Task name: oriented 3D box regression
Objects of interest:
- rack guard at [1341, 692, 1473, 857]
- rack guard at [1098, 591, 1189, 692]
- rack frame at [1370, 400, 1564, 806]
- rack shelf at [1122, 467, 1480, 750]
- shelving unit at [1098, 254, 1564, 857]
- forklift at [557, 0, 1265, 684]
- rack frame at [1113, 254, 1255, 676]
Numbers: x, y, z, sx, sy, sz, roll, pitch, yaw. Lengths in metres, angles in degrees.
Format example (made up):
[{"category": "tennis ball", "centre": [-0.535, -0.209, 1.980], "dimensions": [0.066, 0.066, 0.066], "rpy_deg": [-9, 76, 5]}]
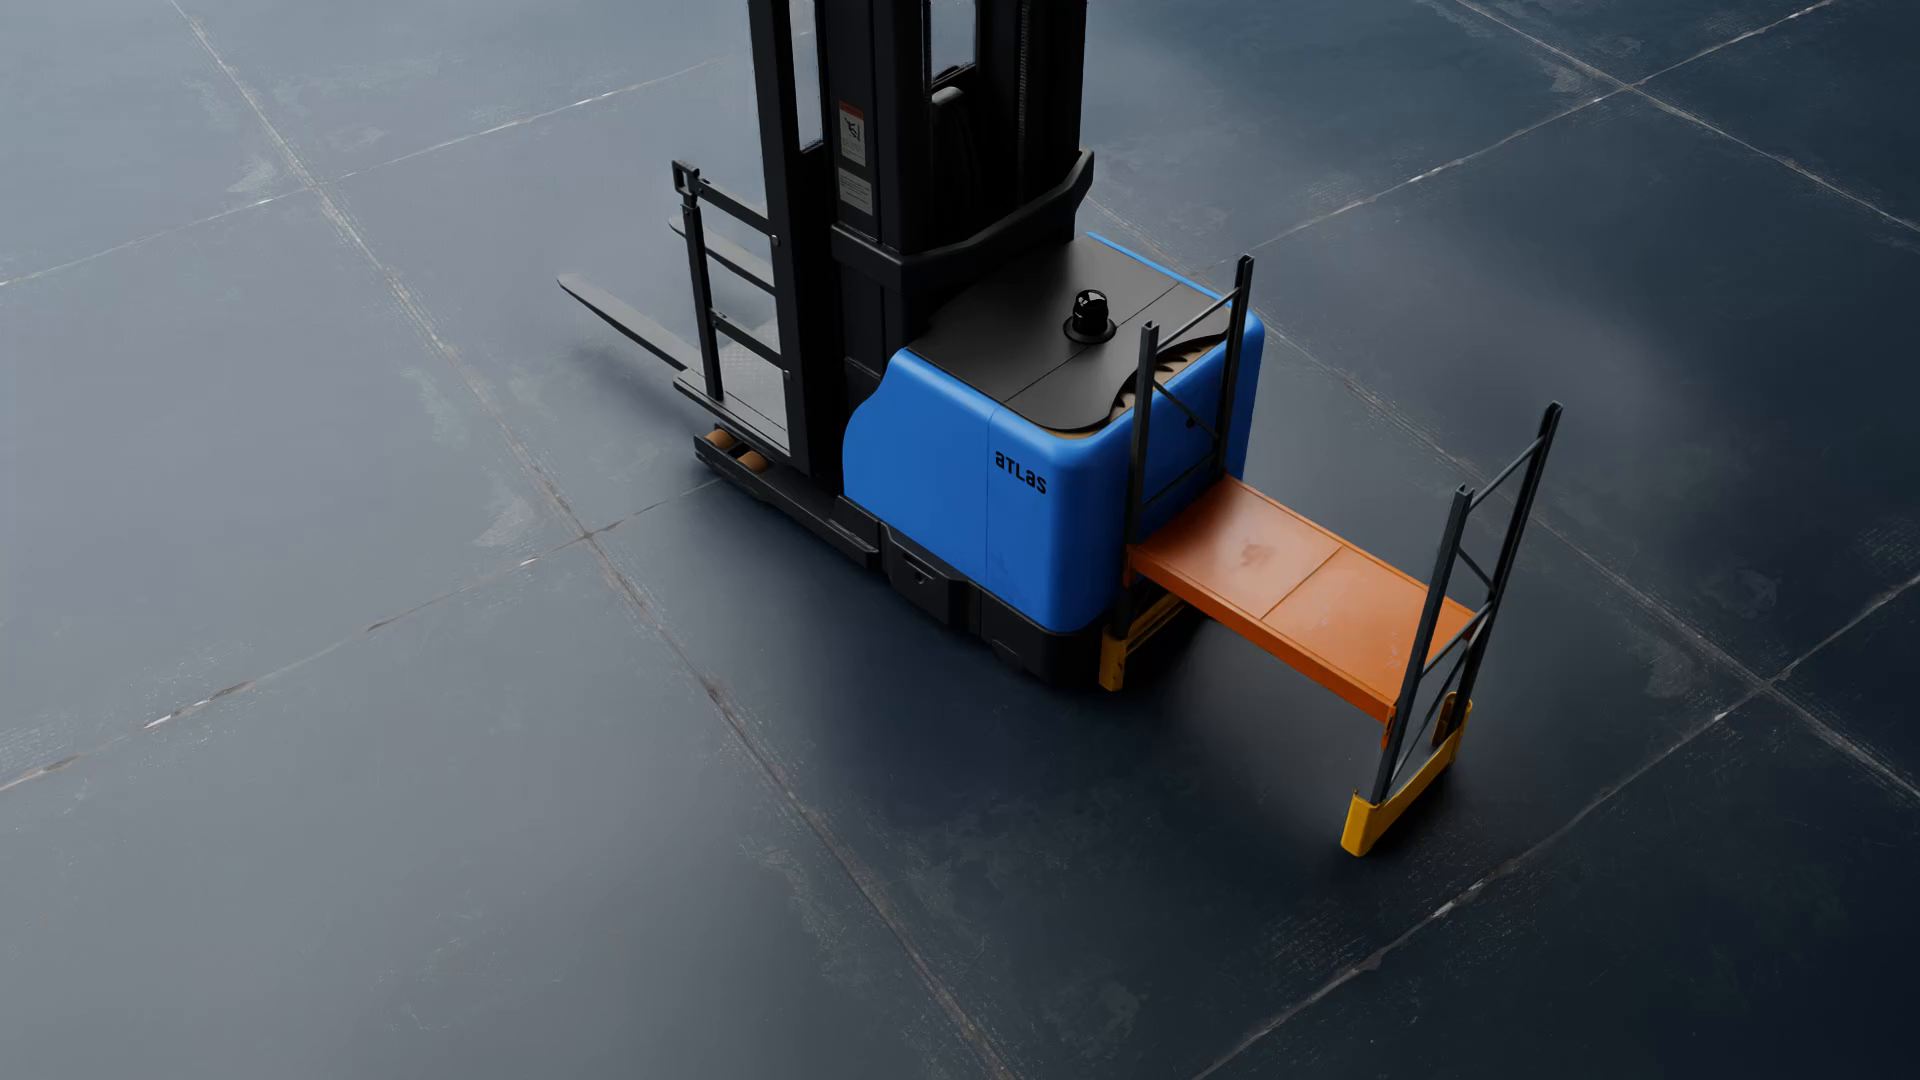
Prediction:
[{"category": "rack guard", "centre": [1.423, 0.742, 5.292], "dimensions": [0.087, 0.250, 0.587], "rpy_deg": [33, 53, 30]}, {"category": "rack guard", "centre": [0.698, 0.270, 5.786], "dimensions": [0.087, 0.250, 0.587], "rpy_deg": [33, 53, 30]}, {"category": "rack frame", "centre": [1.437, 0.299, 4.851], "dimensions": [0.032, 1.500, 0.500], "rpy_deg": [33, 53, 30]}, {"category": "rack shelf", "centre": [1.067, 0.188, 5.227], "dimensions": [1.000, 0.185, 0.538], "rpy_deg": [33, 53, 30]}, {"category": "shelving unit", "centre": [1.061, 0.054, 5.107], "dimensions": [1.083, 1.500, 0.587], "rpy_deg": [33, 53, 30]}, {"category": "forklift", "centre": [-0.394, -1.469, 5.666], "dimensions": [3.031, 2.935, 1.130], "rpy_deg": [33, 53, 30]}, {"category": "rack frame", "centre": [0.697, -0.183, 5.355], "dimensions": [0.032, 1.500, 0.500], "rpy_deg": [33, 53, 30]}]
